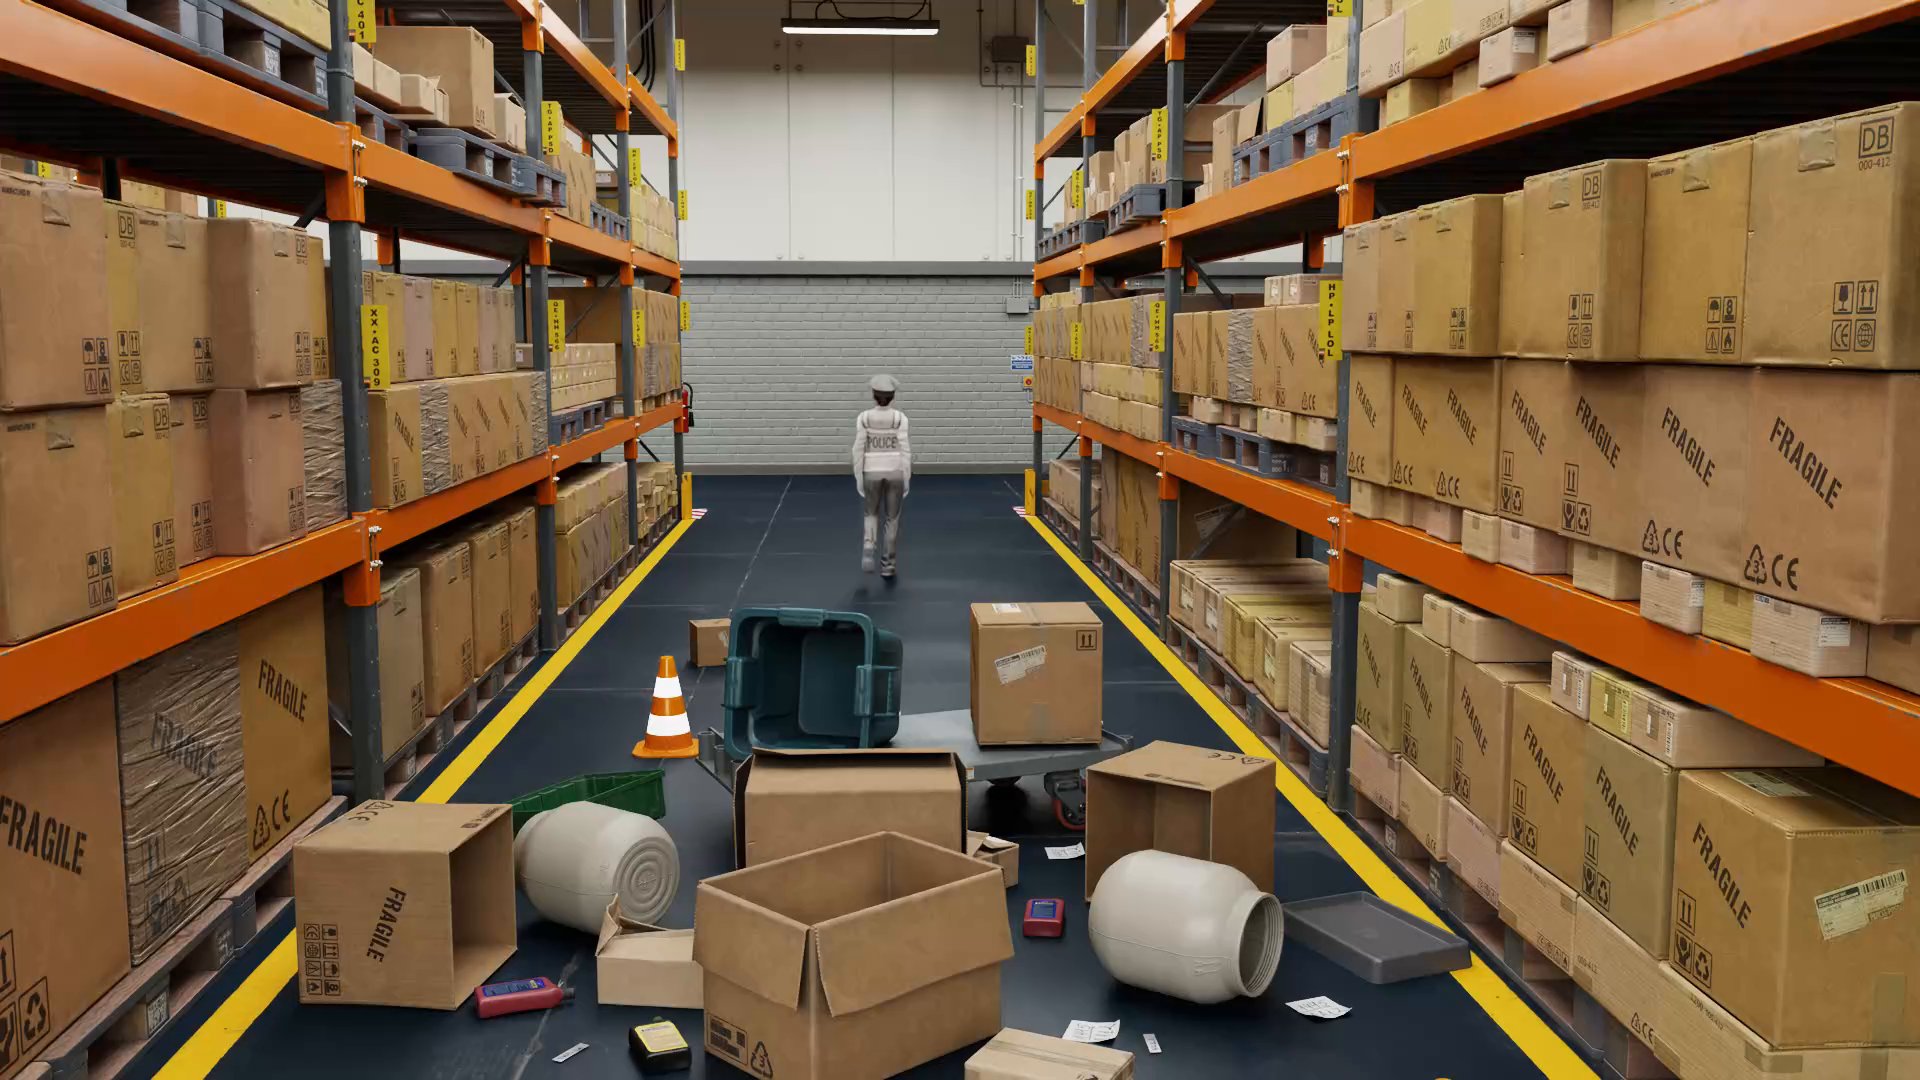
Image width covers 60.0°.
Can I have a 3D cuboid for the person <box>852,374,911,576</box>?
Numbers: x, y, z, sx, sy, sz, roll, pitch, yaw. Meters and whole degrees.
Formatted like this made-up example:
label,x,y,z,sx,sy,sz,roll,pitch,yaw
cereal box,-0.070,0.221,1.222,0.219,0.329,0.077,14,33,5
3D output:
label,x,y,z,sx,sy,sz,roll,pitch,yaw
person,-0.646,-0.529,13.789,0.483,1.679,0.472,1,7,5
